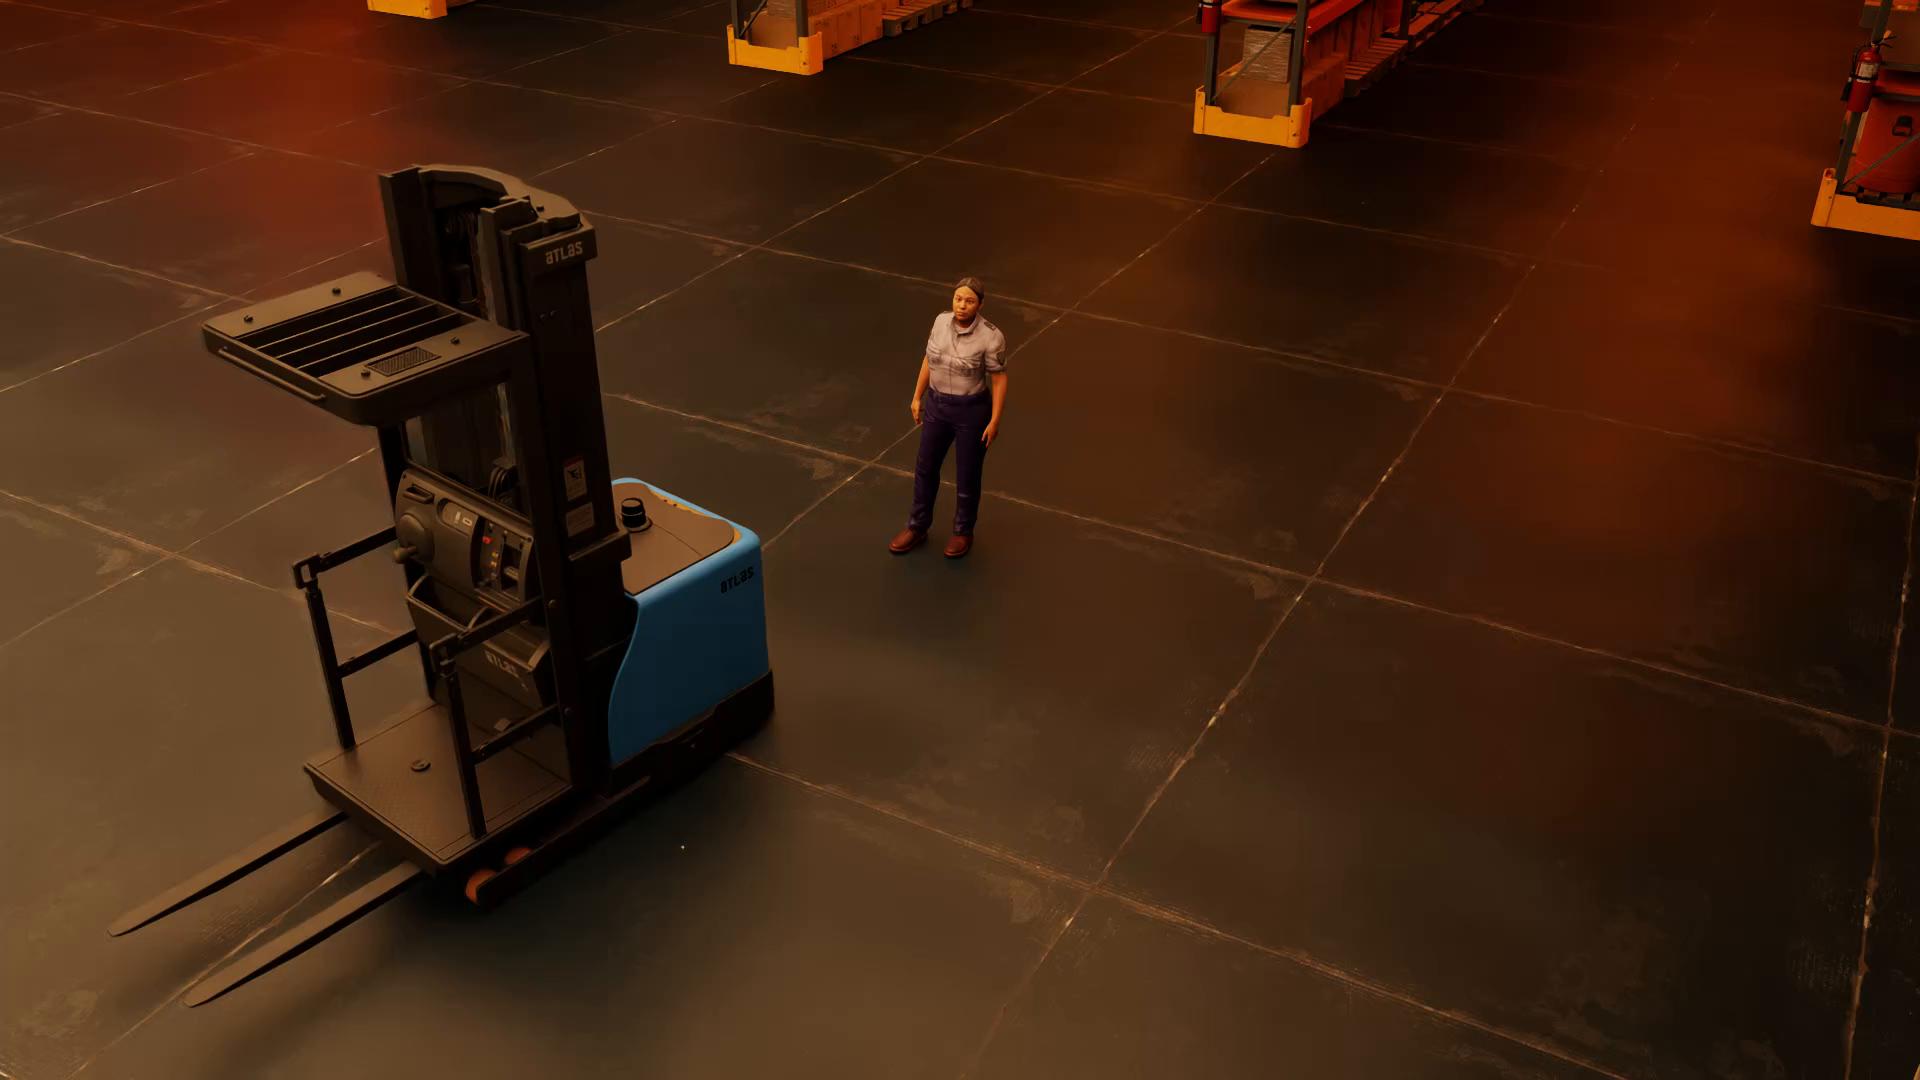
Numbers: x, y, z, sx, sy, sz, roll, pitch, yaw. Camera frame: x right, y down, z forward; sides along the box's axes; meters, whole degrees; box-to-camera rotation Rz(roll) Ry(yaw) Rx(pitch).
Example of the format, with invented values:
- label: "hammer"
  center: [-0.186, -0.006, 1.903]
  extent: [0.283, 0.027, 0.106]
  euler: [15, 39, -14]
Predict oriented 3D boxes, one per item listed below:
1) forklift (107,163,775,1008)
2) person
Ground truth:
- label: "forklift"
  center: [-2.265, 0.043, 6.996]
  extent: [1.130, 2.935, 3.031]
  euler: [23, 37, 34]
- label: "person"
  center: [-0.063, -0.683, 9.531]
  extent: [0.599, 1.642, 0.503]
  euler: [15, 33, 25]
